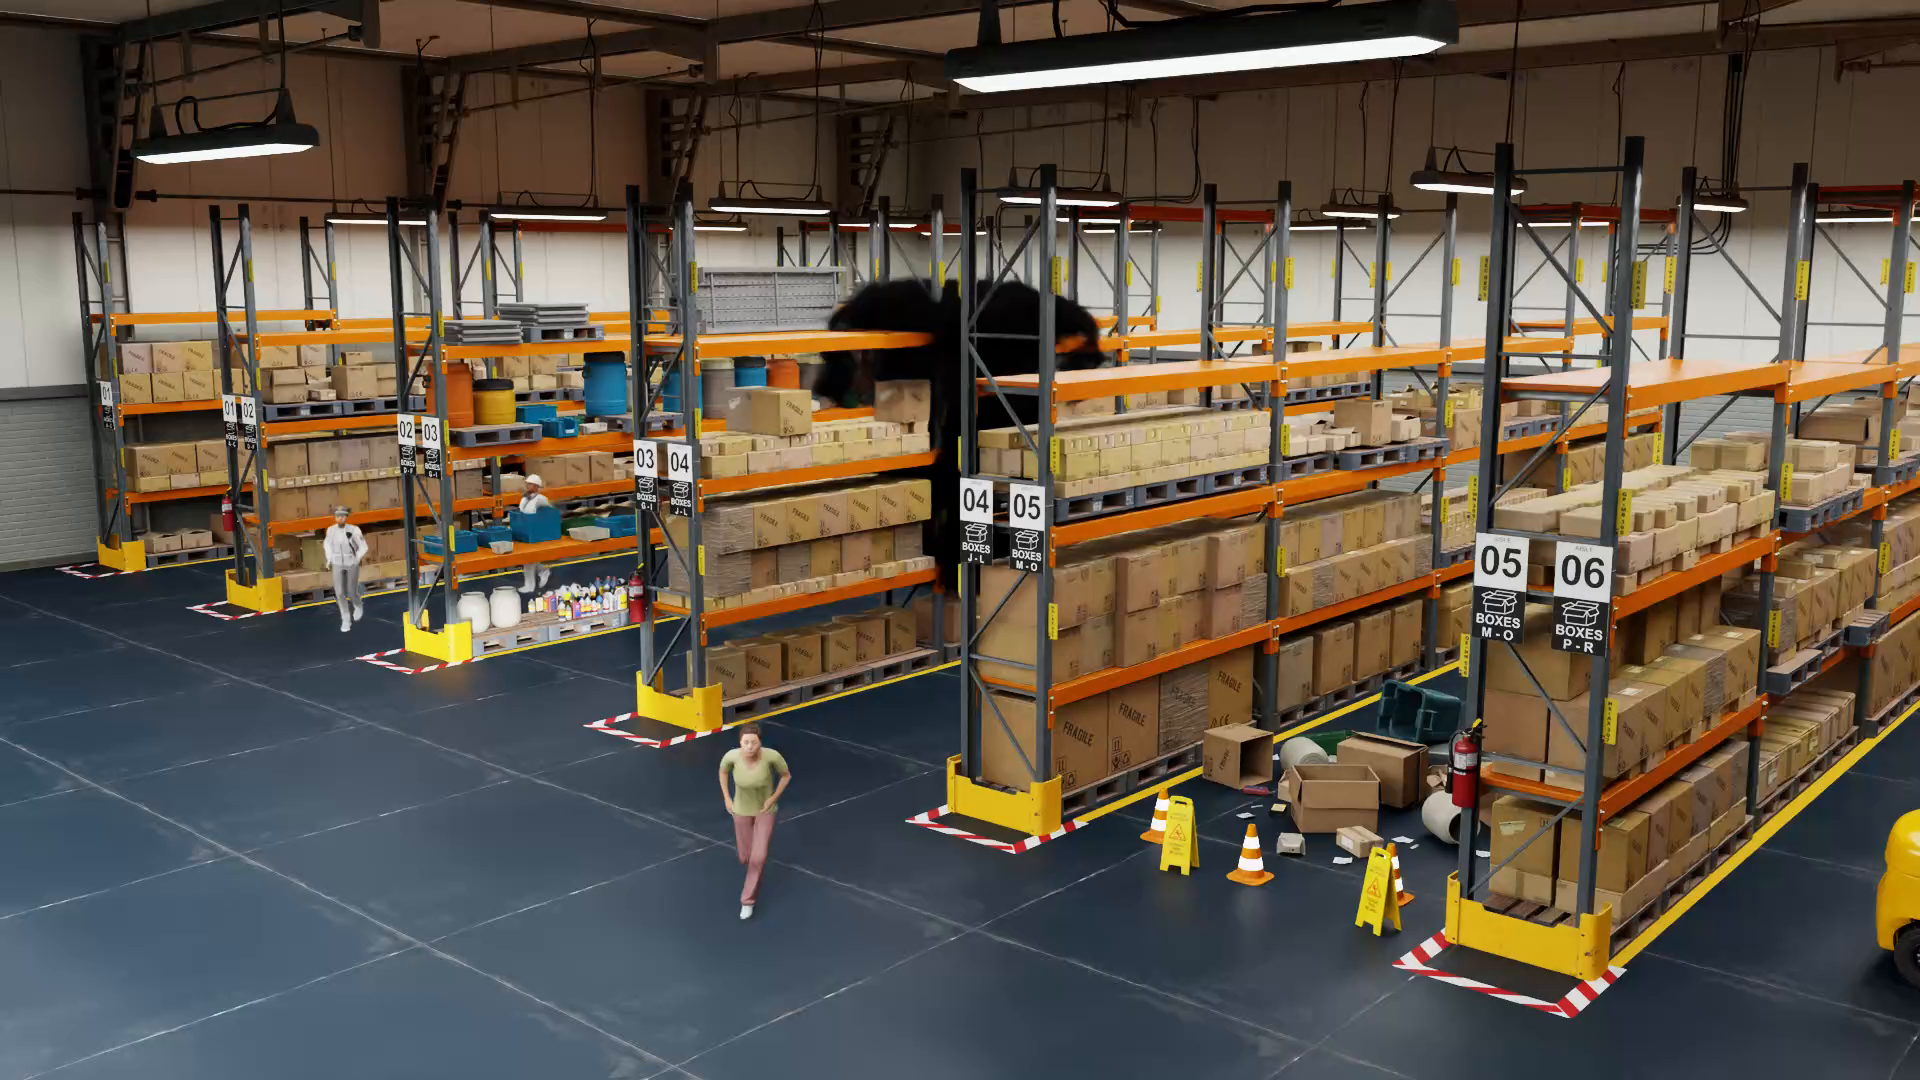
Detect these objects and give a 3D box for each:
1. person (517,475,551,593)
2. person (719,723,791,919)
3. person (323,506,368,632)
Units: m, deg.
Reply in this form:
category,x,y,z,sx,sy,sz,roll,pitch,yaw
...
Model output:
category,x,y,z,sx,sy,sz,roll,pitch,yaw
person,-6.389,-0.099,24.878,0.669,1.753,0.697,7,12,37
person,-1.647,2.198,13.423,0.576,1.612,0.777,-1,10,-5
person,-8.298,0.352,22.472,0.603,1.682,0.679,-1,10,-6
